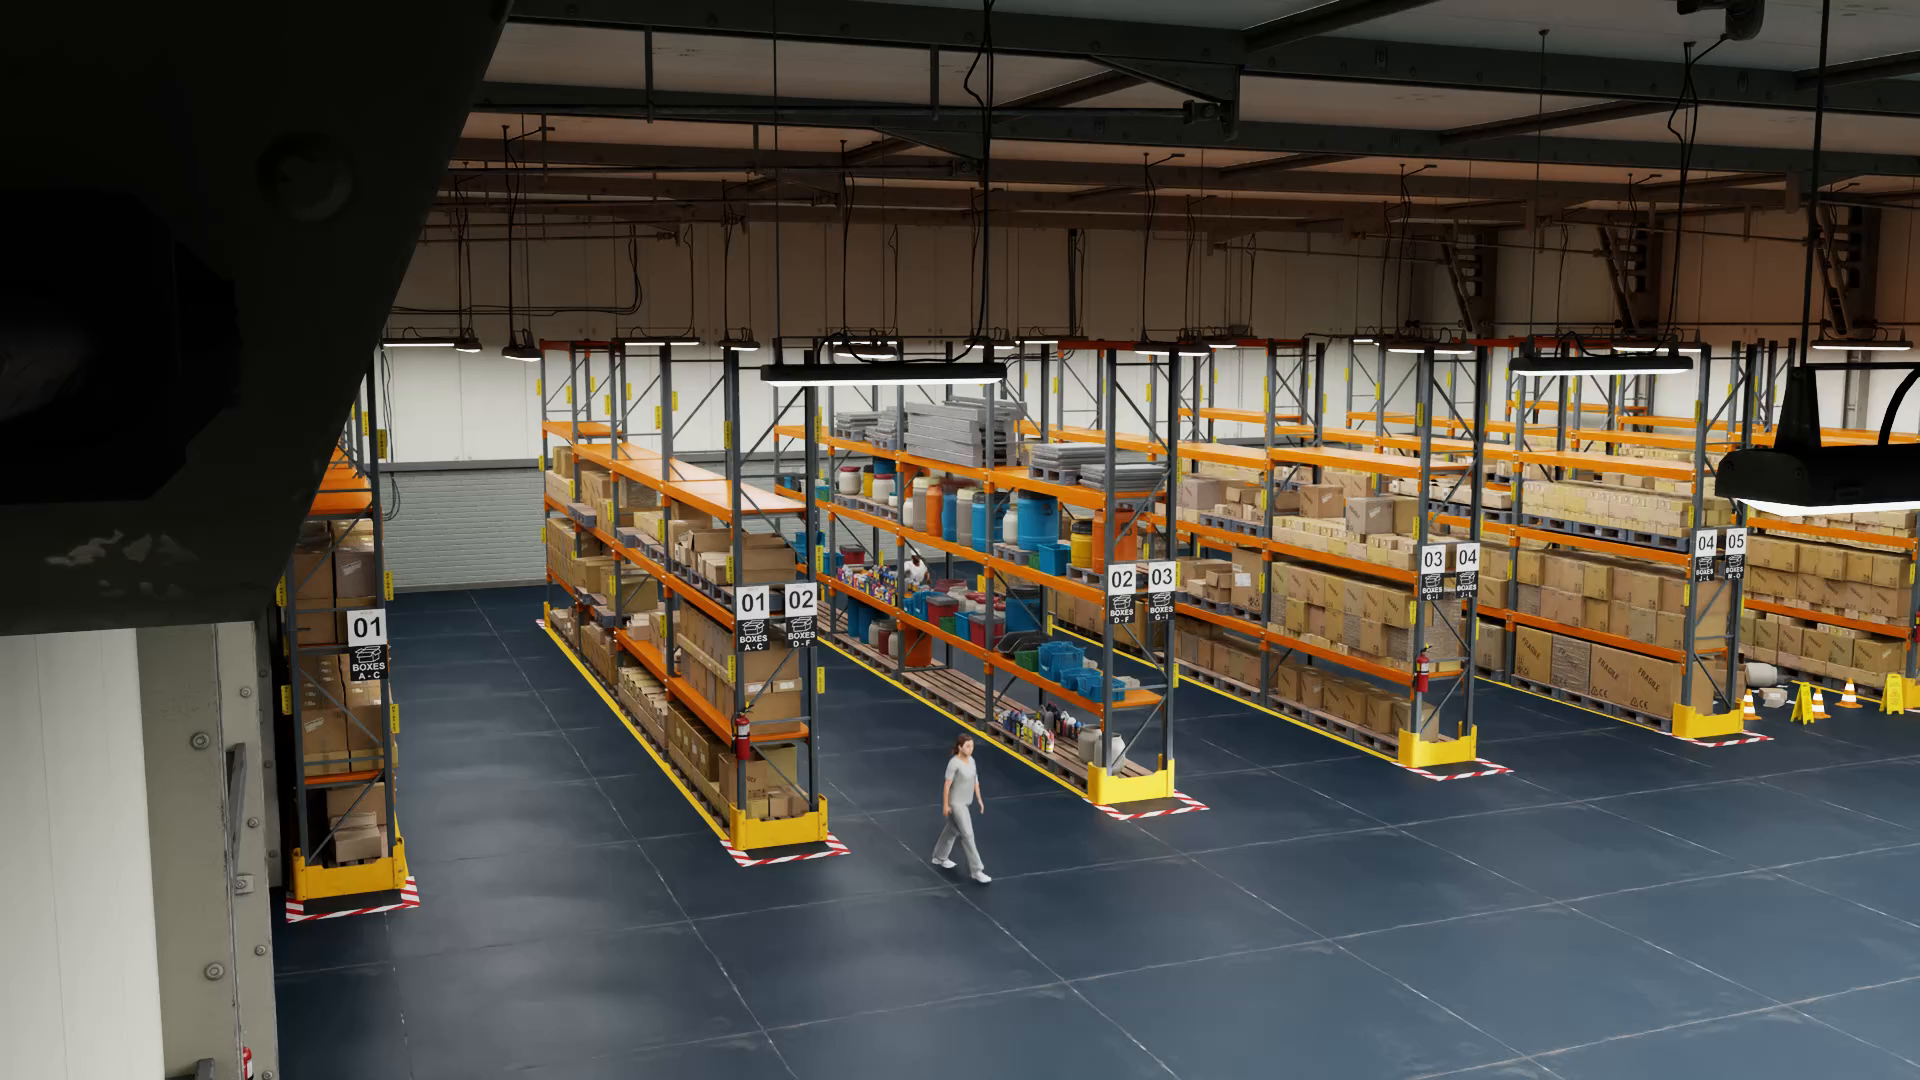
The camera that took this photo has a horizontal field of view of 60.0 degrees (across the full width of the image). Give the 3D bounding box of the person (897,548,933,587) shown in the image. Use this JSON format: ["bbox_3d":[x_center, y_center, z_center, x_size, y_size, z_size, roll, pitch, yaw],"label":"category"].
[{"bbox_3d":[-0.949,1.050,34.278,0.769,1.799,0.754,4,8,28],"label":"person"}]

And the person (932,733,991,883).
[{"bbox_3d":[0.047,3.024,19.099,0.928,1.624,0.486,4,9,29],"label":"person"}]

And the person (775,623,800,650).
[{"bbox_3d":[-2.935,1.696,28.220,0.456,1.655,0.861,-3,8,-25],"label":"person"}]
